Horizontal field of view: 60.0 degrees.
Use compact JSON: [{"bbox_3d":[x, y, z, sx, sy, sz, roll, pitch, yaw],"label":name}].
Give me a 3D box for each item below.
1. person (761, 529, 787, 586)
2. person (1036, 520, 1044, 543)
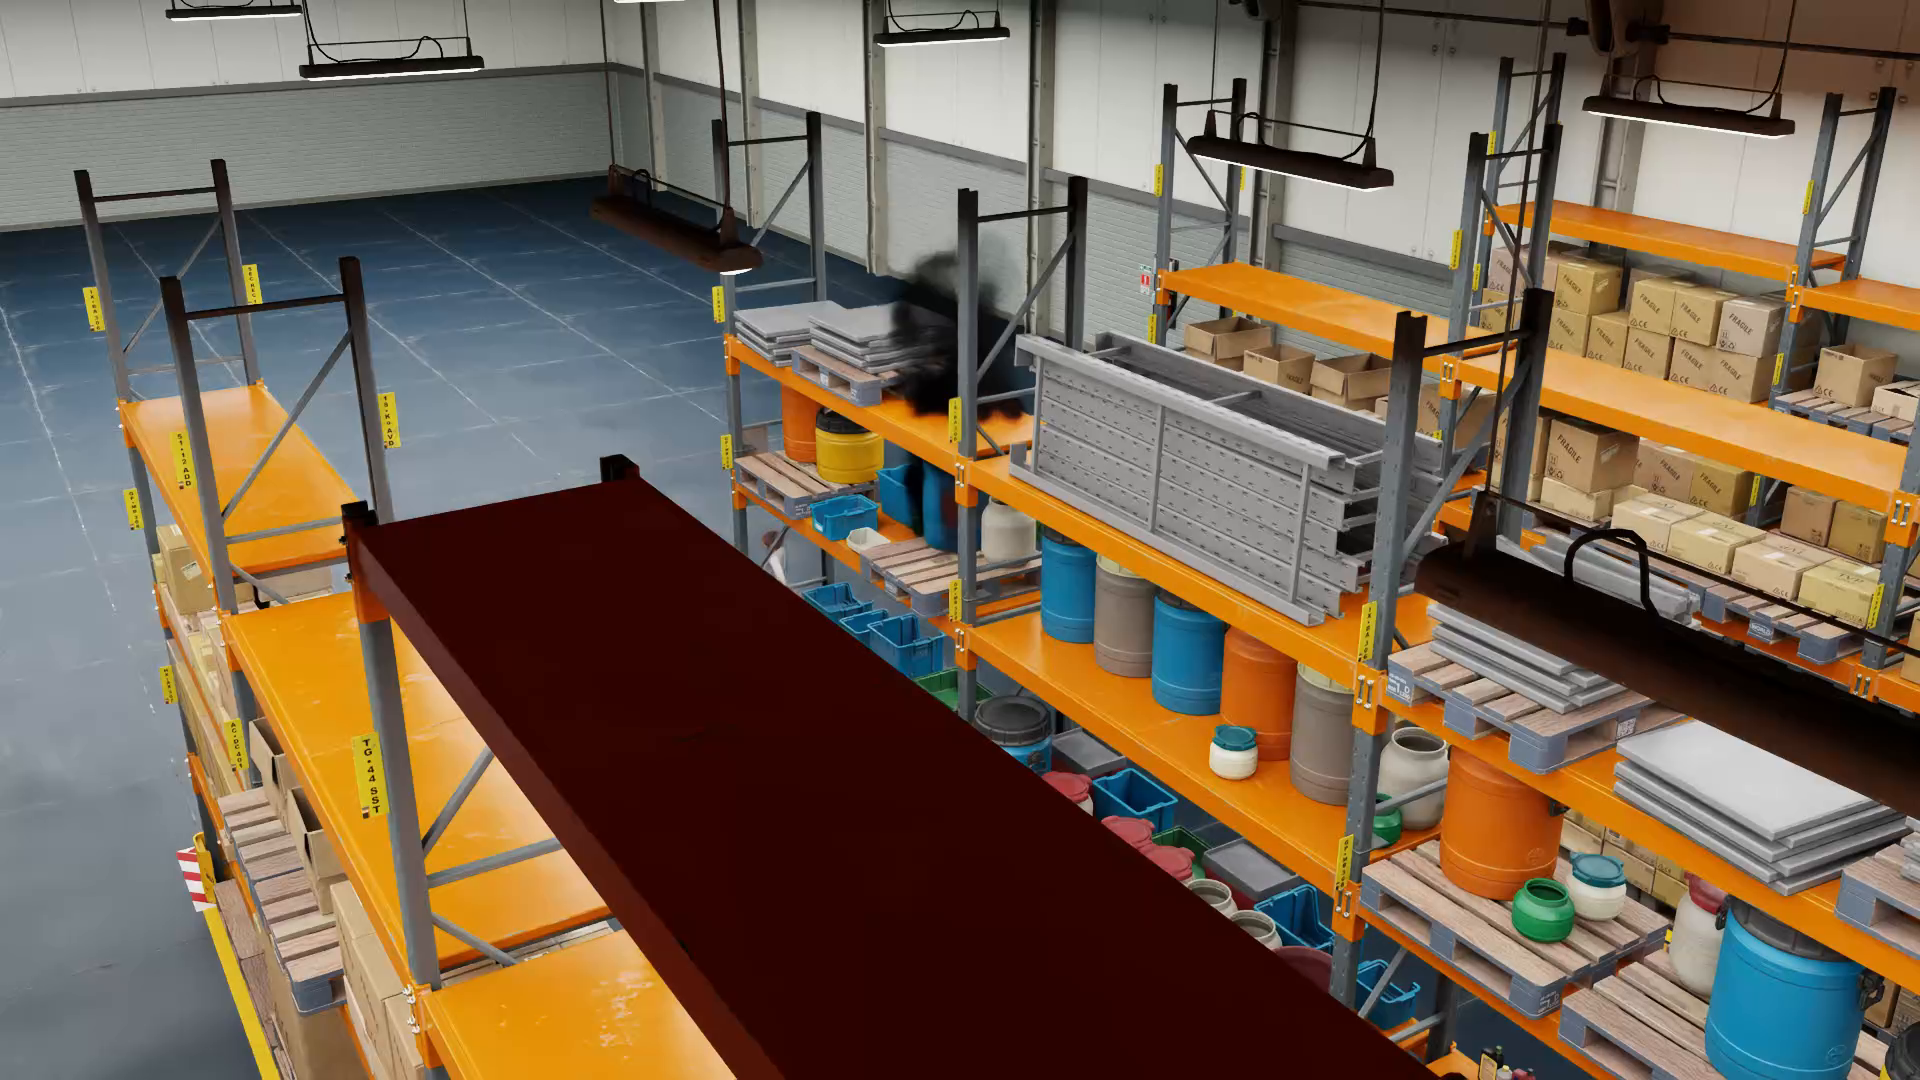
[{"bbox_3d":[-1.985,0.635,17.668,0.595,1.617,0.543,6,23,14],"label":"person"},{"bbox_3d":[1.047,-0.405,20.060,0.565,1.749,0.665,1,22,2],"label":"person"}]
